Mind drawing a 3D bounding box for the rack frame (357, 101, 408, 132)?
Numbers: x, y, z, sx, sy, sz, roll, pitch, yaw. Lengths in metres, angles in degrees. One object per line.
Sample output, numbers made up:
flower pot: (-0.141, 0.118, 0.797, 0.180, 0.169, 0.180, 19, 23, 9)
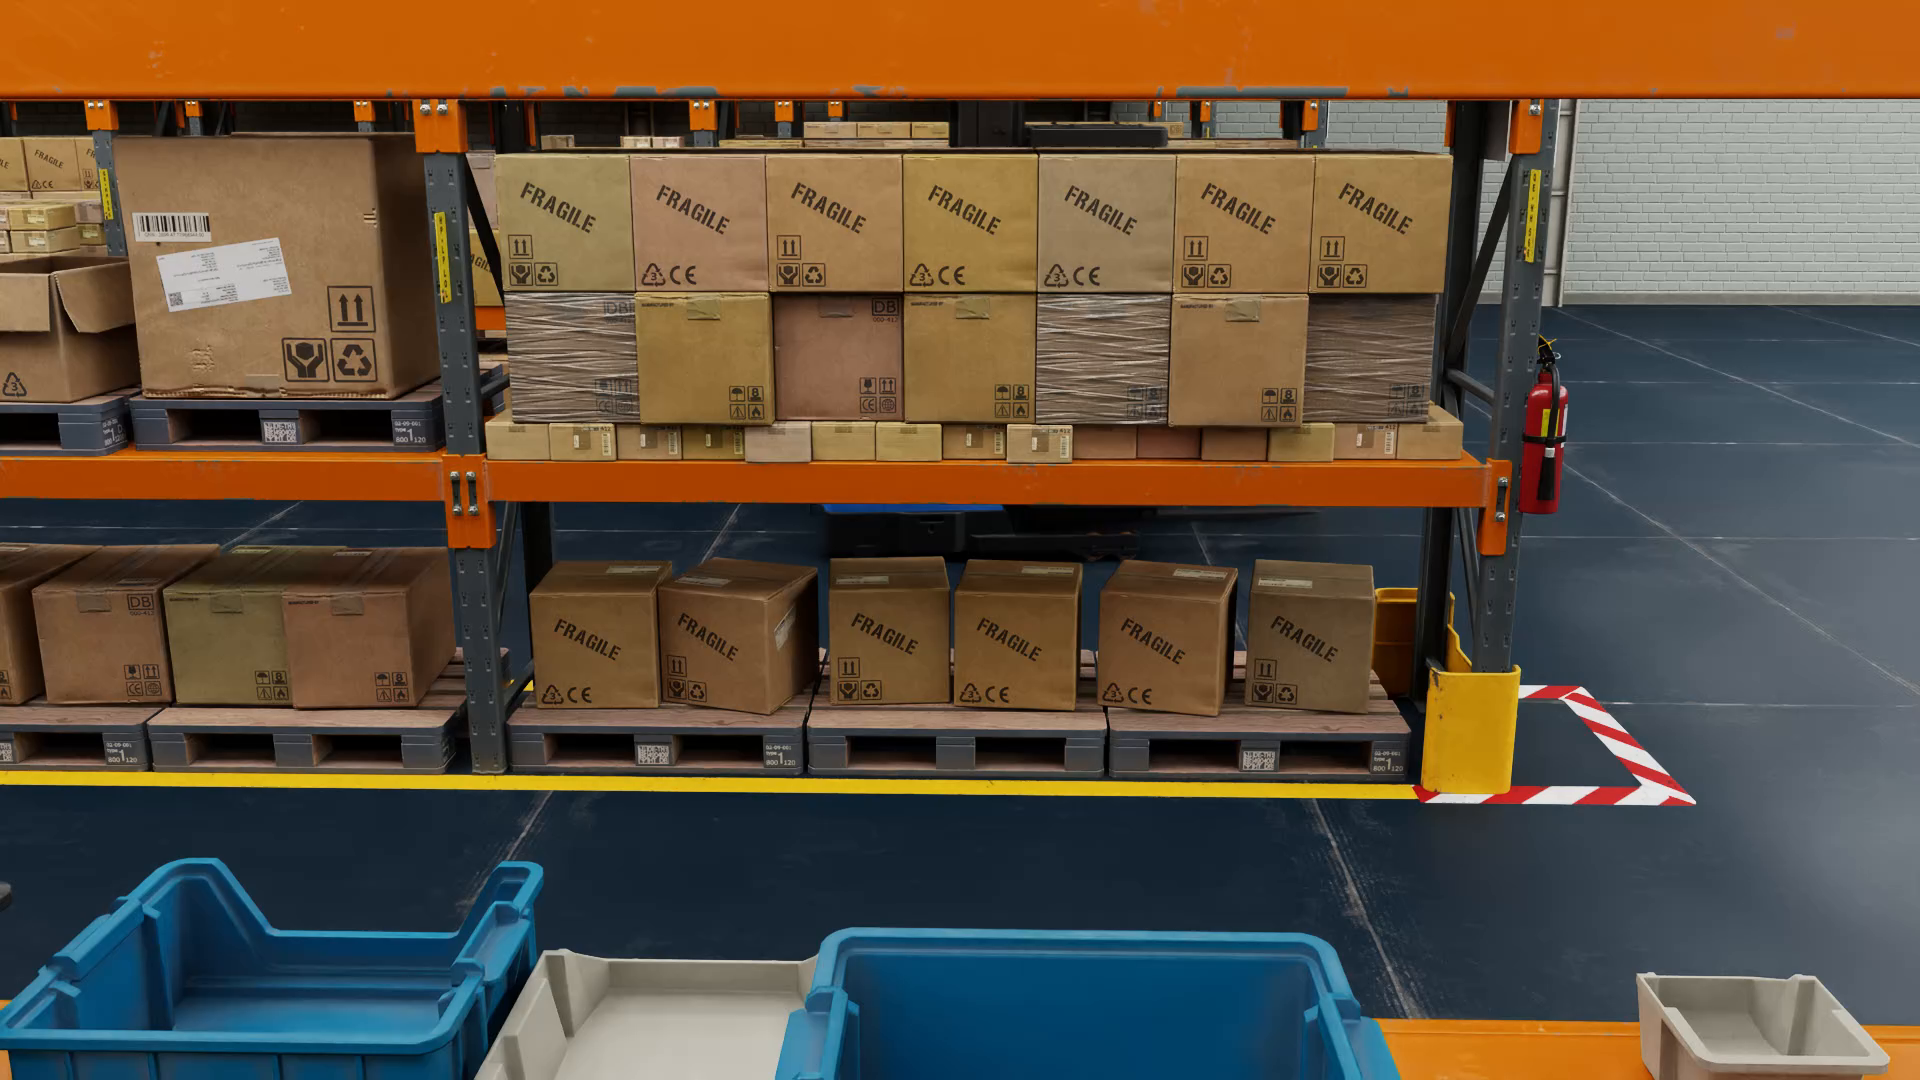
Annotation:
rack frame: (-5.644, -3.178, 16.504, 0.127, 3.000, 1.000, 0, 15, 1)

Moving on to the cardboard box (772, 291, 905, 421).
cardboard box: (-0.449, -0.808, 6.743, 0.500, 0.500, 0.875, 0, 15, 1)

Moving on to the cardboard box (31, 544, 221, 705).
cardboard box: (-3.548, 0.351, 7.169, 0.500, 0.500, 0.700, -1, 15, -3)

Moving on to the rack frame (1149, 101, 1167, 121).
rack frame: (2.476, -4.391, 21.105, 0.127, 3.000, 1.000, 0, 15, 1)

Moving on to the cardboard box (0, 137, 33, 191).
cardboard box: (-9.210, -3.659, 16.174, 0.500, 0.500, 0.500, 1, 15, 2)

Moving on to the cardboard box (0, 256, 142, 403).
cardboard box: (-3.634, -0.865, 6.713, 0.637, 0.503, 0.797, 2, 15, 7)

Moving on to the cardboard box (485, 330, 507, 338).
cardboard box: (-4.342, -2.101, 16.752, 0.625, 0.372, 0.950, 0, 15, 0)

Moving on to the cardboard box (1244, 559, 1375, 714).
cardboard box: (1.476, 0.399, 7.025, 0.500, 0.500, 0.500, 3, 15, 12)

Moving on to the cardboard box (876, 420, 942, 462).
cardboard box: (-0.192, -0.418, 6.538, 0.250, 0.149, 0.380, 0, 15, 1)

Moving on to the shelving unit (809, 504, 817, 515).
shelving unit: (-0.842, -0.609, 10.885, 0.210, 0.900, 0.258, 10, 18, 33)

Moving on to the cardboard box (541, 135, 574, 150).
cardboard box: (-4.002, -3.948, 16.549, 0.250, 0.149, 0.380, 0, 15, -1)

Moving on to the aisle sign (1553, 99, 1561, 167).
aisle sign: (2.154, -1.778, 6.104, 0.004, 0.787, 0.394, 0, 15, 1)

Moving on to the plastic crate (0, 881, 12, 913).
plastic crate: (-1.505, 0.705, 1.911, 0.504, 0.338, 0.767, 0, 15, 1)

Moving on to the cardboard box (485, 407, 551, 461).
cardboard box: (-1.691, -0.425, 6.562, 0.250, 0.149, 0.380, 0, 15, 1)

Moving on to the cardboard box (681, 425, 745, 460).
cardboard box: (-0.941, -0.426, 6.567, 0.250, 0.149, 0.380, 0, 15, 1)

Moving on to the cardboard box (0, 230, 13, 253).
cardboard box: (-6.442, -2.028, 11.235, 0.250, 0.149, 0.380, 1, 15, 4)

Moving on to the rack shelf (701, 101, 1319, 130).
rack shelf: (0.328, -2.978, 11.278, 4.000, 0.370, 1.077, 0, 15, 1)

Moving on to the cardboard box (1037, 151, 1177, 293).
cardboard box: (0.544, -1.220, 6.346, 0.500, 0.500, 0.500, 0, 15, 1)

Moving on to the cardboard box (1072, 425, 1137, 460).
cardboard box: (0.560, -0.430, 6.582, 0.250, 0.149, 0.380, 0, 15, 1)

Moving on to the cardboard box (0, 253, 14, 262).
cardboard box: (-6.423, -1.884, 11.271, 0.250, 0.149, 0.380, 0, 15, 1)

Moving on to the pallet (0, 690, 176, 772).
pallet: (-3.900, 0.712, 7.227, 1.213, 0.211, 1.003, 0, 15, 1)

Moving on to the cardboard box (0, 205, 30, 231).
cardboard box: (-6.422, -2.172, 11.197, 0.250, 0.149, 0.380, 0, 15, 1)

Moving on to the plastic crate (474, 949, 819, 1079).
plastic crate: (-0.395, 0.712, 2.277, 0.437, 0.136, 0.530, 0, 15, 1)

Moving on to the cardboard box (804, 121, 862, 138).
cardboard box: (-1.211, -3.769, 16.007, 0.500, 0.500, 0.700, 0, 15, 1)

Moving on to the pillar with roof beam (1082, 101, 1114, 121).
pillar with roof beam: (1.693, -6.429, 17.066, 0.400, 9.000, 9.100, 0, 15, 1)

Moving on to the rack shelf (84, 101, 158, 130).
rack shelf: (-7.669, -3.030, 11.476, 4.000, 0.370, 1.077, 0, 15, 1)

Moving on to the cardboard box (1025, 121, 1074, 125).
cardboard box: (0.819, -3.731, 15.863, 0.500, 0.500, 0.700, 0, 15, 1)

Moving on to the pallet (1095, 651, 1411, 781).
pallet: (1.213, 0.735, 7.139, 1.213, 0.211, 1.003, 0, 15, 1)

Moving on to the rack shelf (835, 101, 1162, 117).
rack shelf: (0.477, -5.507, 20.863, 4.000, 0.370, 1.077, 0, 15, 1)

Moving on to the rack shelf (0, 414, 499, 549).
rack shelf: (-3.898, -0.290, 6.968, 4.000, 0.370, 1.077, 0, 15, 1)

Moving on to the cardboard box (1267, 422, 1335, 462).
cardboard box: (1.309, -0.416, 6.530, 0.250, 0.149, 0.380, 0, 15, 1)

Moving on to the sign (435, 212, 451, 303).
sign: (-1.909, -1.043, 6.142, 0.005, 0.325, 0.100, 0, 15, 1)

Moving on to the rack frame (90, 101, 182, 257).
rack frame: (-5.670, -1.915, 11.717, 0.127, 3.000, 1.000, 0, 15, 1)

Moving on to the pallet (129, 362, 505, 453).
pallet: (-2.659, -0.574, 7.010, 1.213, 0.211, 1.003, 0, 15, 1)

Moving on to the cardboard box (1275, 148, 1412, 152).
cardboard box: (1.557, -1.347, 6.826, 0.500, 0.500, 0.500, 0, 15, 1)

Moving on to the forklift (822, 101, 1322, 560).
forklift: (0.668, -1.430, 10.015, 3.031, 2.935, 1.130, -1, 15, -4)

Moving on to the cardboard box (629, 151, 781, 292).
cardboard box: (-0.955, -1.229, 6.380, 0.500, 0.500, 0.500, 0, 15, 1)

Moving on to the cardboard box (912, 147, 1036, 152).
cardboard box: (0.058, -1.357, 6.863, 0.500, 0.500, 0.500, 0, 15, 1)

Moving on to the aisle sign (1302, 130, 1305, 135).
aisle sign: (2.406, -3.196, 11.476, 0.004, 0.787, 0.394, 0, 15, 1)

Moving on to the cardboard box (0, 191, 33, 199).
cardboard box: (-9.210, -3.298, 16.275, 0.500, 0.250, 0.500, 0, 15, 0)

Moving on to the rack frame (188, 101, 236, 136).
rack frame: (-9.520, -4.470, 21.401, 0.127, 3.000, 1.000, 0, 15, 1)

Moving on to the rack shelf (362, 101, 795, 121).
rack shelf: (-3.645, -4.267, 16.164, 4.000, 0.370, 1.077, 0, 15, 1)

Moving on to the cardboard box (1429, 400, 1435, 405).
cardboard box: (1.821, -0.539, 6.997, 0.250, 0.149, 0.380, 0, 15, 1)

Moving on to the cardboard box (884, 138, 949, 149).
cardboard box: (-0.214, -2.460, 11.372, 0.550, 0.550, 0.875, 0, 15, 1)

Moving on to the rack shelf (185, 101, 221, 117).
rack shelf: (-11.519, -5.585, 21.159, 4.000, 0.370, 1.077, 0, 15, 1)

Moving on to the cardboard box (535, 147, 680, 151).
cardboard box: (-1.442, -1.367, 6.903, 0.500, 0.500, 0.500, 0, 15, 1)

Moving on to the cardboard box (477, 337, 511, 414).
cardboard box: (-3.258, -0.992, 11.808, 0.750, 0.750, 1.050, 0, 15, 1)

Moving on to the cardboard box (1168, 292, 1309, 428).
cardboard box: (1.048, -0.774, 6.613, 0.500, 0.500, 0.875, 0, 15, 1)

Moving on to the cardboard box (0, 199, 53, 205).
cardboard box: (-6.640, -2.340, 11.833, 0.250, 0.149, 0.380, 0, 15, 1)

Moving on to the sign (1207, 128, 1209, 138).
sign: (2.319, -3.697, 15.583, 0.005, 0.325, 0.100, 0, 15, 1)

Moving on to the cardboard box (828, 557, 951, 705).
cardboard box: (-0.304, 0.380, 7.097, 0.500, 0.500, 0.500, -1, 15, -4)
